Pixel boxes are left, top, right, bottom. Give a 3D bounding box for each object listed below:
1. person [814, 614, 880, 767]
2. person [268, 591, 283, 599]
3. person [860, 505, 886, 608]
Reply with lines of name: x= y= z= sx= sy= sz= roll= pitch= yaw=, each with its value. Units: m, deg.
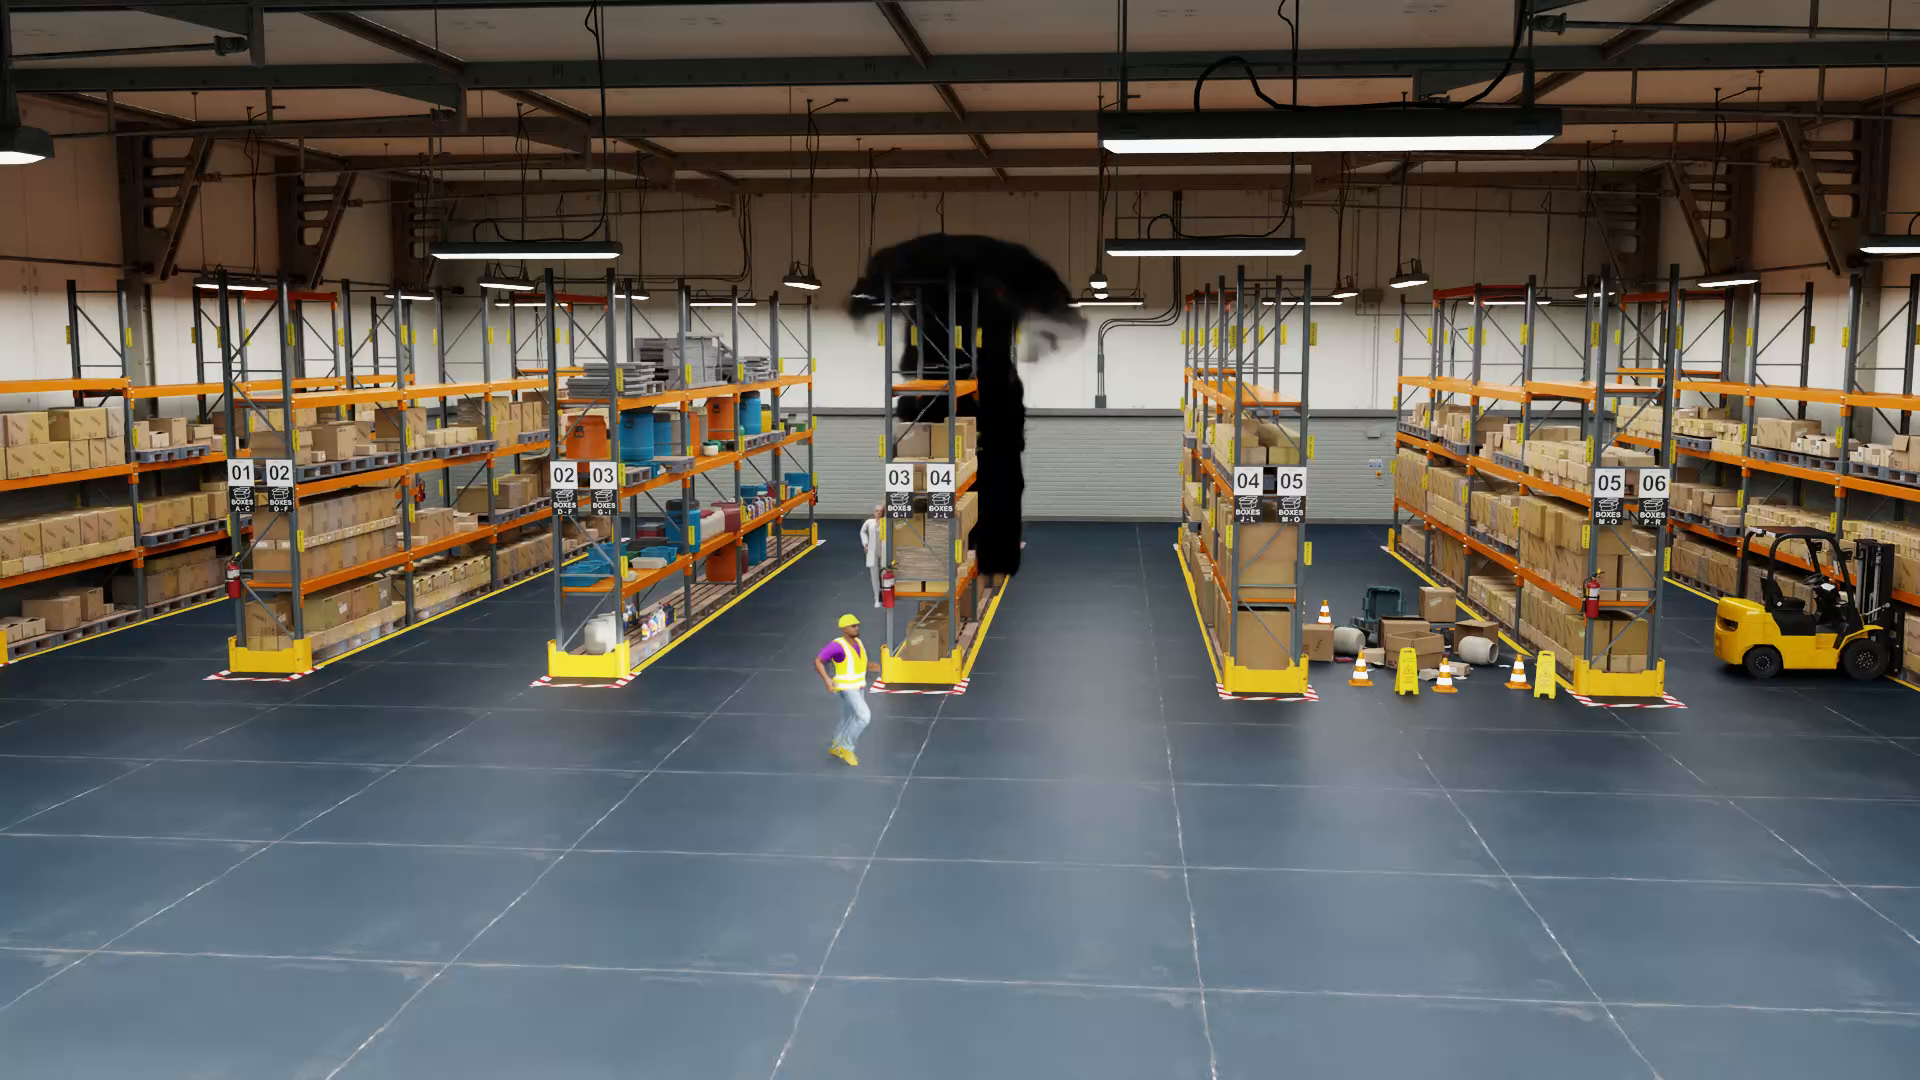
person: x=-1.274 y=1.764 z=19.565 sx=0.720 sy=1.782 sz=0.672 roll=4 pitch=8 yaw=27
person: x=-12.174 y=0.555 z=29.625 sx=0.663 sy=1.718 sz=0.931 roll=-1 pitch=7 yaw=-11
person: x=-1.436 y=0.268 z=29.529 sx=0.711 sy=1.783 sz=0.899 roll=0 pitch=7 yaw=3
